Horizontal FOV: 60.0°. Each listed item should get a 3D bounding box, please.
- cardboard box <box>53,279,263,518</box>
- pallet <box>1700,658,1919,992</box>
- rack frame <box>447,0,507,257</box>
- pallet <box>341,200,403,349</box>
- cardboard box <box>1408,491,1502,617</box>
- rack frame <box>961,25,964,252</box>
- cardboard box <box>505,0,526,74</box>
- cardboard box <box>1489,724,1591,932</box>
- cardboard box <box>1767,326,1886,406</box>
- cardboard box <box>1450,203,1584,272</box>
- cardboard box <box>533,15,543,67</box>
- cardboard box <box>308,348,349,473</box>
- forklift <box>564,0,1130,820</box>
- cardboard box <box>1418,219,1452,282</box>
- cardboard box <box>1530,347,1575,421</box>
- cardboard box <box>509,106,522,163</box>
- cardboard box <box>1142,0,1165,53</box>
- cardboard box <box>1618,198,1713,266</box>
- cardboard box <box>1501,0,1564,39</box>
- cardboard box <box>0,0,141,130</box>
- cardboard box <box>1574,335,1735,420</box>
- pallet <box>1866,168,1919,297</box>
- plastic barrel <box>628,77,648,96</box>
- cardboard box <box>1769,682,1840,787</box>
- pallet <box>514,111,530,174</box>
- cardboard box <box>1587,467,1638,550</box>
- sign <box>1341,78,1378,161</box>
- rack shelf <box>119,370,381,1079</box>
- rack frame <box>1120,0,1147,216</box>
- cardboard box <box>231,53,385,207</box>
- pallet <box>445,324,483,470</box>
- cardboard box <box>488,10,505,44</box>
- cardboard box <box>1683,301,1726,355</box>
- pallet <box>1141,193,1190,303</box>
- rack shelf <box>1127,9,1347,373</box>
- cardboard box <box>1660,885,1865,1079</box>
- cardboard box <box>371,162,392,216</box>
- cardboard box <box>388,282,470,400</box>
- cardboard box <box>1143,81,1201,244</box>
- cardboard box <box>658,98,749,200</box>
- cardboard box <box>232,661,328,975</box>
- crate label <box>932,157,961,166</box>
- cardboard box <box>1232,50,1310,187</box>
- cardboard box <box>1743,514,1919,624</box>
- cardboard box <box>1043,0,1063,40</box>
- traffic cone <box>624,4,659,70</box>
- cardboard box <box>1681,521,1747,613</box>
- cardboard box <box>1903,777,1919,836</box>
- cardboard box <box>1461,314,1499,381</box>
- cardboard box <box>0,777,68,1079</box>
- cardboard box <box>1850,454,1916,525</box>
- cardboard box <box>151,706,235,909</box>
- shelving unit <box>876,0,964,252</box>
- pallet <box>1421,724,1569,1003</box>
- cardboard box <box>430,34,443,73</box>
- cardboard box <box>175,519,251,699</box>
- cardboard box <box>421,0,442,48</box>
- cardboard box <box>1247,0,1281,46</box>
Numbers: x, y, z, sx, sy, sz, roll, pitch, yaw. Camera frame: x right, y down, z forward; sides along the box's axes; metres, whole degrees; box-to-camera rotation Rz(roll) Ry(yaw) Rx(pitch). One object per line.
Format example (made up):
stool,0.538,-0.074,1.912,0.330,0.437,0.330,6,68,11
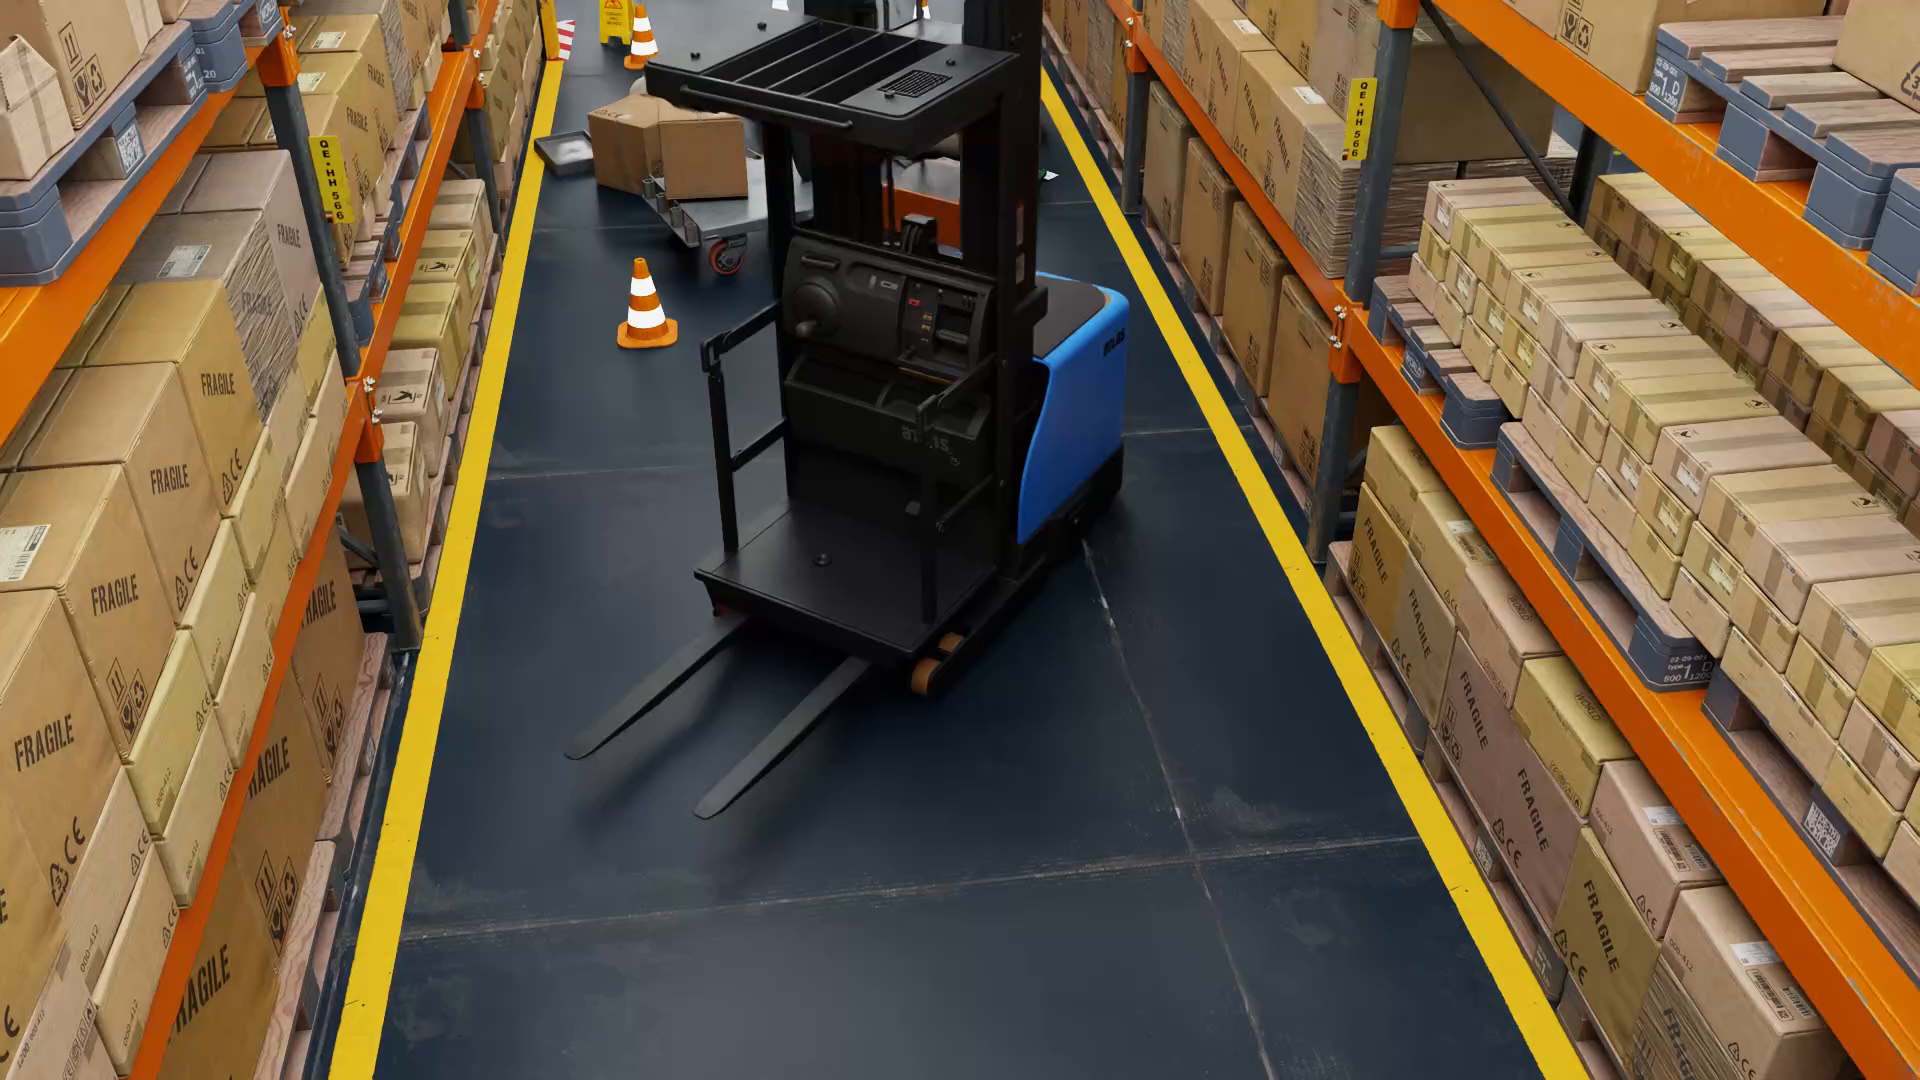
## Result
cardboard box,-2.327,-0.386,4.676,0.500,0.500,0.500,-4,35,-6
pallet,2.678,0.679,4.260,1.003,0.211,1.213,-4,35,-6
rack frame,-3.331,-2.996,9.482,1.000,3.000,0.127,-4,35,-6
pallet,-2.995,-1.074,6.833,1.213,0.211,1.003,-4,35,-6
cardboard box,2.019,0.041,6.207,0.500,0.250,0.500,-5,35,-7
rack frame,0.120,-1.499,8.085,0.015,2.100,0.400,20,39,26
cardboard box,-3.368,-3.575,11.734,0.500,0.500,0.500,-5,35,-7
cardboard box,2.154,0.930,5.569,0.500,0.500,0.500,-5,35,-7
cardboard box,2.790,-0.550,5.215,0.380,0.149,0.250,-3,34,-4
cardboard box,2.007,-1.088,6.005,0.380,0.149,0.250,-5,35,-8
cardboard box,-3.491,-3.821,12.762,0.500,0.250,0.500,-5,35,-7
cardboard box,-2.468,-0.439,5.864,0.500,0.250,0.500,-6,35,-8
forklift,-0.410,-0.863,6.414,1.130,2.935,3.031,19,38,25
cardboard box,1.964,-1.103,6.290,0.380,0.149,0.250,-3,34,-4
cardboard box,2.109,-0.523,5.440,0.380,0.149,0.250,-4,35,-6
cardboard box,-3.226,-2.680,11.087,0.500,0.250,0.500,-3,34,-4
cardboard box,1.364,-3.154,9.626,0.500,0.500,0.500,-4,34,-6
cardboard box,2.650,-1.131,6.068,0.380,0.149,0.250,-5,35,-7
cardboard box,1.986,-1.858,5.061,0.500,0.500,0.500,-4,35,-6
cardboard box,-2.269,-1.256,3.805,0.500,0.500,0.500,-4,34,-6
cardboard box,2.147,-0.505,5.149,0.380,0.149,0.250,-3,34,-5
pallet,2.659,-0.477,3.290,1.213,0.211,1.003,-4,35,-6
plastic barrel,-2.091,-3.125,11.960,0.512,0.421,0.421,20,39,26
cardboard box,2.320,0.477,4.237,0.380,0.149,0.250,-4,35,-7
pallet,-3.624,-2.898,11.815,1.003,0.211,1.213,-4,35,-6
cardboard box,2.172,-0.115,5.105,0.380,0.149,0.250,-5,35,-8
sign,1.549,-1.629,6.449,0.100,0.325,0.005,-4,35,-6
rack shelf,-2.524,0.650,4.772,1.077,0.370,4.000,-4,35,-6
rack frame,1.560,-3.427,10.115,1.000,3.000,0.127,-4,35,-6
cardboard box,-2.701,-1.660,6.797,0.500,0.500,0.500,-3,34,-4
pallet,-3.058,-0.727,8.629,1.003,0.211,1.213,-4,35,-6
cardboard box,-3.171,-3.322,10.787,0.380,0.149,0.250,-3,34,-5
cardboard box,2.725,-0.711,5.716,0.380,0.149,0.250,-4,35,-6
pallet,1.739,-1.850,10.277,1.003,0.211,1.213,-4,35,-6
rack shelf,1.829,-2.014,8.680,1.077,0.370,4.000,-4,35,-6
cardboard box,2.286,1.190,4.521,0.500,0.250,0.500,-5,35,-8
cardboard box,-2.665,-1.500,7.138,0.380,0.149,0.250,-4,34,-6
cardboard box,-3.063,-1.002,8.517,0.950,0.372,0.625,-3,34,-5
cardboard box,1.733,-2.331,10.132,1.050,0.750,0.750,-5,35,-7
cardboard box,-1.571,-2.427,10.195,0.500,0.500,0.500,-4,35,-6
cardboard box,-2.667,0.831,5.381,0.875,0.875,0.875,-4,34,-6
crate label,-0.117,-2.496,11.291,0.250,0.136,0.298,27,43,34
cardboard box,1.639,-2.025,7.968,0.500,0.500,0.500,-5,35,-7
cardboard box,2.283,0.072,4.303,0.380,0.149,0.250,-4,35,-7
cardboard box,1.179,-4.581,13.323,0.875,0.875,0.875,-4,34,-6
traffic cone,-2.533,-4.037,13.263,0.336,0.463,0.334,-4,35,-6
cardboard box,2.245,0.054,4.593,0.380,0.149,0.250,-6,35,-9
cardboard box,2.387,0.638,3.737,0.380,0.149,0.250,-3,34,-5
cardboard box,2.031,-0.699,5.963,0.380,0.149,0.250,-3,34,-4
cardboard box,-2.030,0.747,3.014,0.500,0.500,0.500,-4,34,-6
cardboard box,2.858,-0.142,4.881,0.380,0.149,0.250,-5,35,-7
cardboard box,-2.177,0.689,4.208,0.500,0.250,0.500,-5,35,-7
shelving unit,-0.086,-1.573,8.193,0.503,2.100,0.431,20,39,26
pallet,2.363,1.073,5.988,1.003,0.211,1.213,-4,35,-6
cardboard box,-2.900,-2.509,8.619,0.380,0.149,0.250,-5,35,-7
cardboard box,-2.244,0.203,4.478,0.500,0.250,0.500,-5,35,-8
cardboard box,-2.974,-2.816,8.493,0.500,0.500,0.500,-4,34,-6
cardboard box,1.838,-2.754,8.151,0.700,0.500,0.500,-5,35,-7
